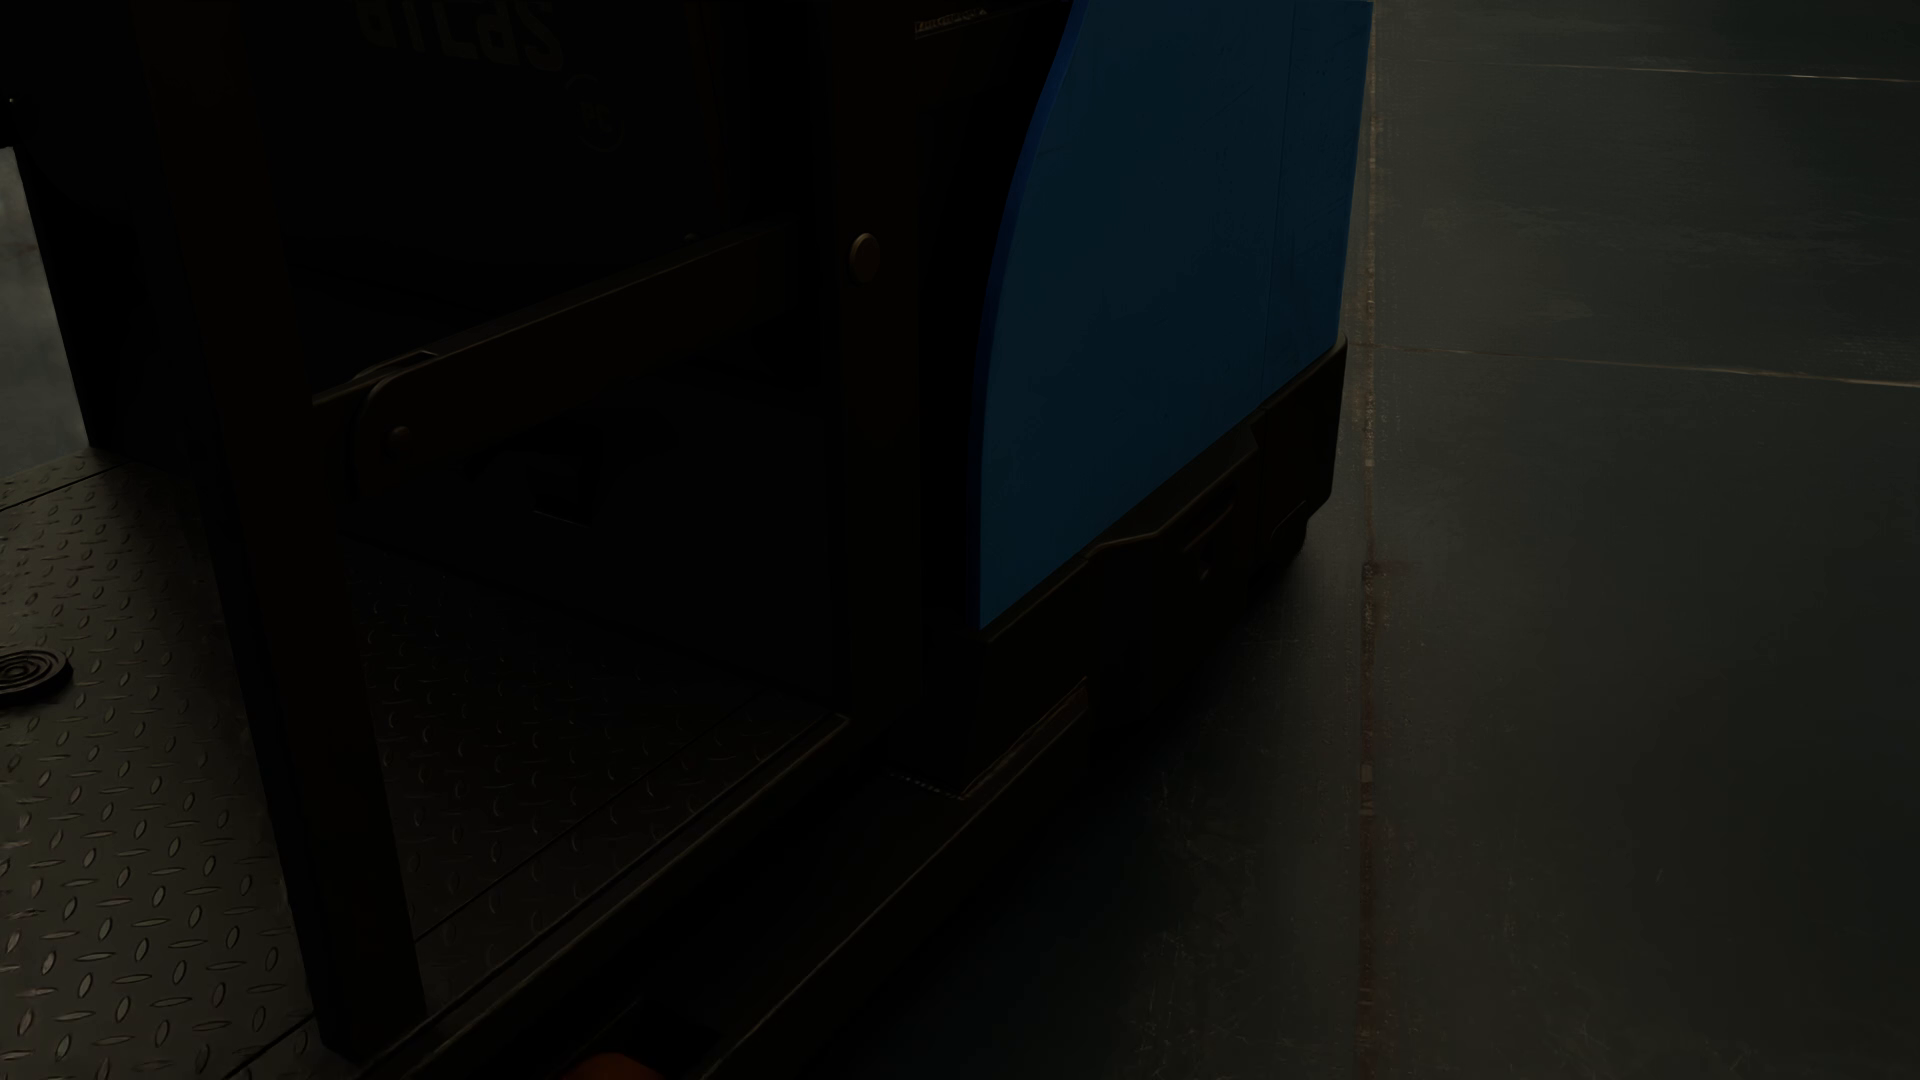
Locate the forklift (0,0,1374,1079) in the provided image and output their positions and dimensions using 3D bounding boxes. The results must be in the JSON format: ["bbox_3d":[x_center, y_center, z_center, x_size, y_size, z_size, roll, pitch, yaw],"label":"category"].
[{"bbox_3d":[-0.655,-0.891,1.011,1.130,2.935,3.031,16,31,28],"label":"forklift"}]
